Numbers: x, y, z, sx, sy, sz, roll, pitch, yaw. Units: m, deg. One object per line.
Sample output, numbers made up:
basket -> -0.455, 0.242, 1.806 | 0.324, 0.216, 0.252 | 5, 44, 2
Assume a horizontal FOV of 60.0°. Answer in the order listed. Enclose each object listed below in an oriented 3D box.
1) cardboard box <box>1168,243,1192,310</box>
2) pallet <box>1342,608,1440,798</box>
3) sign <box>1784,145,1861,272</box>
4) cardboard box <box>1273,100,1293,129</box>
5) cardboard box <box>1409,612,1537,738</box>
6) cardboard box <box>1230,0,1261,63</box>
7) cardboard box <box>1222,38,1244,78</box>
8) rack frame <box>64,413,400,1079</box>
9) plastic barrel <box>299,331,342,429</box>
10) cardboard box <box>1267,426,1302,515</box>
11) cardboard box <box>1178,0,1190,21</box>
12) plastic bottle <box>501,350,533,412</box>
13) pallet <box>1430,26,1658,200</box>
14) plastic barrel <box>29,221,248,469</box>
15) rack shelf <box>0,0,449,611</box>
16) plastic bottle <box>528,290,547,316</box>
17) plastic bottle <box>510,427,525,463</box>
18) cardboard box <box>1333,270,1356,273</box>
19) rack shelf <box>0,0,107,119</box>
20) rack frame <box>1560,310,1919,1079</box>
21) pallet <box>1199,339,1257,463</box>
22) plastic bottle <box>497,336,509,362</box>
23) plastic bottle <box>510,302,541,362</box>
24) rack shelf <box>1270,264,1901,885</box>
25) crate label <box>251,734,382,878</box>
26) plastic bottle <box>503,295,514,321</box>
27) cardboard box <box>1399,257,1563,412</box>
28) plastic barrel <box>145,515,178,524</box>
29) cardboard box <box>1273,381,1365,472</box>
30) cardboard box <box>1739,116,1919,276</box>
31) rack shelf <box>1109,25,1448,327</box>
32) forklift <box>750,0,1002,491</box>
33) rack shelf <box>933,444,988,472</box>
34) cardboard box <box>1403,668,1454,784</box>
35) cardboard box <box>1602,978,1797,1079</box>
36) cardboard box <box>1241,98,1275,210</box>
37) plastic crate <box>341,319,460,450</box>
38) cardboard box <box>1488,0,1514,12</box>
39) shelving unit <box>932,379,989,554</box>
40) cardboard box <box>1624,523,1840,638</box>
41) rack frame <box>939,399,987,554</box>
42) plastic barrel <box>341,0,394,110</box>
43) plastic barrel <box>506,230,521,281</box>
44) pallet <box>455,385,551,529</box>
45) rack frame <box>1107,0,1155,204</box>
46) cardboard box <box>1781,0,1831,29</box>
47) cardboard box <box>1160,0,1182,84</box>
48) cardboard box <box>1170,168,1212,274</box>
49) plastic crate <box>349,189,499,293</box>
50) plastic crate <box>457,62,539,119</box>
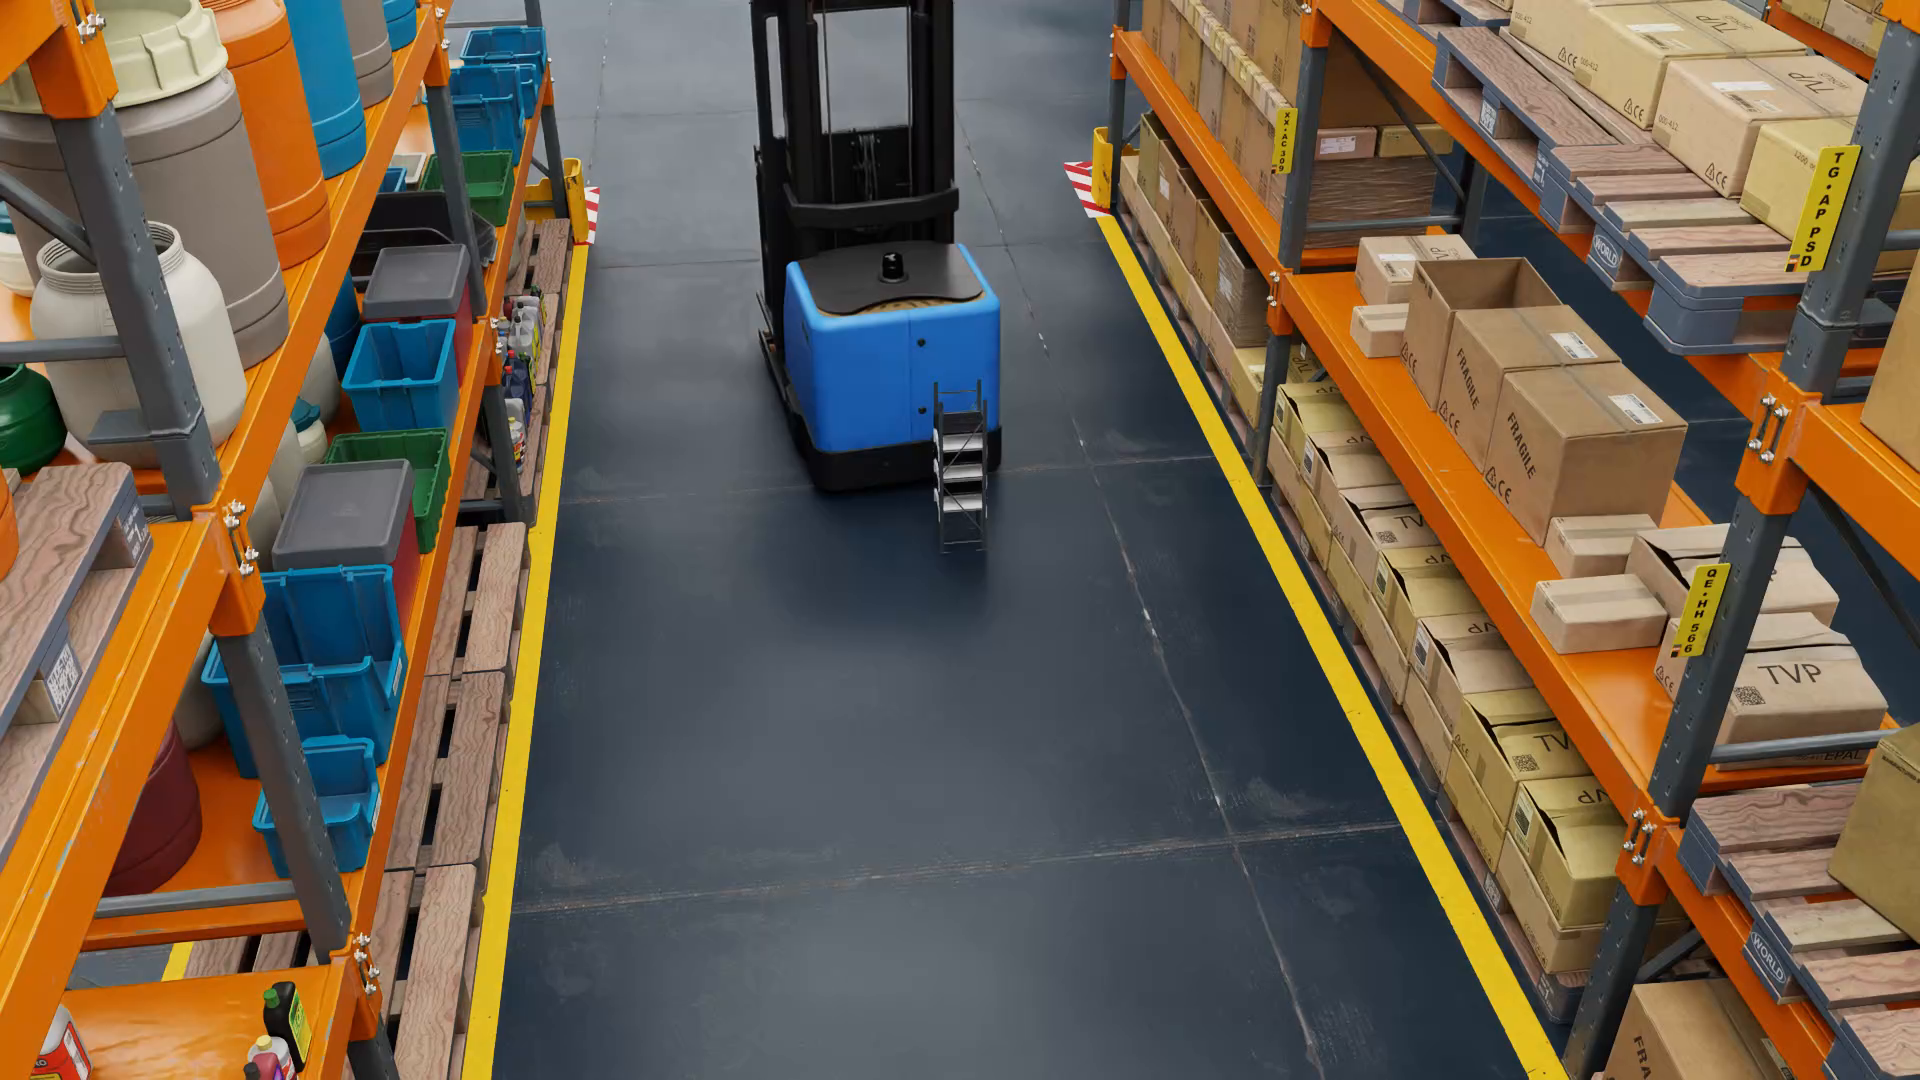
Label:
cardboard box -> 1.642, -1.709, 10.663 | 0.500, 0.250, 0.500 | -4, 35, -6
pallet -> 2.433, 0.650, 7.609 | 1.003, 0.211, 1.213 | -4, 35, -6
sign -> 2.115, -0.810, 4.081 | 0.100, 0.325, 0.005 | -4, 35, -6
cardboard box -> 1.848, -2.176, 8.615 | 0.380, 0.149, 0.250 | -5, 35, -7
cardboard box -> 2.210, 0.525, 6.887 | 0.500, 0.311, 0.500 | -5, 35, -7
cardboard box -> 1.926, -2.979, 9.217 | 0.700, 0.500, 0.500 | -4, 35, -6
cardboard box -> 1.710, -2.747, 9.452 | 0.380, 0.149, 0.250 | -3, 34, -5
rack frame -> -2.243, 1.012, 4.601 | 1.000, 3.000, 0.127 | -4, 35, -6
plastic barrel -> -2.869, -0.726, 7.031 | 0.433, 0.535, 0.433 | 0, 34, 0
cardboard box -> 1.937, -0.387, 8.723 | 0.500, 0.250, 0.500 | -5, 35, -8
cardboard box -> 1.570, -3.323, 10.298 | 0.380, 0.149, 0.250 | -5, 35, -8
plastic bottle -> -2.503, -0.895, 9.361 | 0.144, 0.351, 0.185 | -6, 35, -8
pallet -> 2.333, -1.518, 5.819 | 1.003, 0.211, 1.213 | -3, 34, -4
plastic barrel -> -1.981, -0.470, 4.014 | 0.421, 0.512, 0.421 | 0, 34, 0
rack shelf -> -2.512, -1.046, 5.597 | 1.077, 0.370, 4.000 | -4, 35, -6
plastic bottle -> -2.637, -1.486, 10.361 | 0.097, 0.201, 0.097 | 0, 34, 0
plastic bottle -> -2.403, -0.513, 8.934 | 0.097, 0.201, 0.097 | 0, 34, 0
cardboard box -> 2.376, -1.223, 9.284 | 0.500, 0.500, 0.500 | -4, 35, -6
rack shelf -> -1.974, 0.112, 1.590 | 1.077, 0.370, 4.000 | -4, 35, -6
rack frame -> 2.666, 0.639, 5.149 | 1.000, 3.000, 0.127 | -4, 35, -6
pallet -> 2.063, -0.888, 9.865 | 1.003, 0.211, 1.213 | -4, 35, -6
plastic bottle -> -2.704, -1.076, 9.693 | 0.152, 0.276, 0.135 | -4, 35, -6
plastic bottle -> -2.586, -1.236, 9.861 | 0.144, 0.351, 0.185 | -3, 34, -4
rack shelf -> 2.397, -0.180, 6.989 | 1.077, 0.370, 4.000 | -4, 35, -6
crate label -> -1.928, 0.818, 5.035 | 0.303, 0.233, 0.416 | -4, 35, -6
plastic bottle -> -2.736, -1.369, 10.116 | 0.061, 0.283, 0.133 | -4, 35, -6
cardboard box -> 2.286, -0.911, 7.334 | 0.500, 0.500, 0.500 | -2, 34, -3
plastic barrel -> -2.649, 0.173, 5.734 | 0.421, 0.512, 0.421 | 0, 34, 0
cardboard box -> 1.937, -0.613, 8.556 | 0.500, 0.311, 0.500 | -4, 35, -6
cardboard box -> 2.549, -0.961, 4.593 | 0.500, 0.250, 0.500 | -7, 35, -10
rack shelf -> 1.859, -2.412, 10.265 | 1.077, 0.370, 4.000 | -4, 35, -6
forklift -> -0.635, -2.304, 9.528 | 1.130, 2.935, 3.031 | -8, 35, -12
rack shelf -> 0.001, -0.414, 8.458 | 0.258, 0.077, 0.200 | -4, 35, -6
cardboard box -> 2.216, 0.758, 7.042 | 0.500, 0.250, 0.500 | -4, 34, -5
cardboard box -> 2.444, 1.766, 5.324 | 0.500, 0.500, 0.500 | -3, 34, -4
cardboard box -> 1.985, -2.176, 9.190 | 0.700, 0.500, 0.500 | -5, 35, -7
plastic crate -> -2.324, -0.622, 7.013 | 0.392, 0.384, 0.575 | -4, 35, -6
cardboard box -> 2.278, -2.293, 6.548 | 0.500, 0.250, 0.500 | -8, 35, -11
shelving unit -> 0.001, -0.367, 8.490 | 0.258, 0.900, 0.210 | -4, 35, -6
cardboard box -> 2.738, 0.162, 5.928 | 0.500, 0.311, 0.500 | -5, 35, -7
rack frame -> 0.015, -0.311, 8.407 | 0.240, 0.900, 0.006 | -4, 35, -6
plastic barrel -> -2.409, -2.035, 5.963 | 0.600, 0.901, 0.600 | 0, 34, 0
plastic barrel -> -3.087, -1.957, 10.794 | 0.421, 0.512, 0.421 | 0, 34, 0
pallet -> -2.830, -0.446, 9.217 | 1.003, 0.211, 1.213 | -4, 35, -6
rack frame -> 1.590, -3.825, 11.700 | 1.000, 3.000, 0.127 | -4, 35, -6
cardboard box -> 6.249, -3.853, 11.855 | 0.500, 0.250, 0.500 | -5, 35, -8
cardboard box -> 1.716, -3.313, 10.858 | 0.700, 0.500, 0.500 | -4, 34, -5
cardboard box -> 1.641, -2.019, 10.452 | 0.500, 0.500, 0.500 | -4, 35, -6
plastic crate -> -2.725, -1.496, 8.337 | 0.767, 0.338, 0.504 | -4, 35, -6
plastic crate -> -2.873, -2.771, 10.285 | 0.499, 0.251, 0.408 | -4, 35, -6
